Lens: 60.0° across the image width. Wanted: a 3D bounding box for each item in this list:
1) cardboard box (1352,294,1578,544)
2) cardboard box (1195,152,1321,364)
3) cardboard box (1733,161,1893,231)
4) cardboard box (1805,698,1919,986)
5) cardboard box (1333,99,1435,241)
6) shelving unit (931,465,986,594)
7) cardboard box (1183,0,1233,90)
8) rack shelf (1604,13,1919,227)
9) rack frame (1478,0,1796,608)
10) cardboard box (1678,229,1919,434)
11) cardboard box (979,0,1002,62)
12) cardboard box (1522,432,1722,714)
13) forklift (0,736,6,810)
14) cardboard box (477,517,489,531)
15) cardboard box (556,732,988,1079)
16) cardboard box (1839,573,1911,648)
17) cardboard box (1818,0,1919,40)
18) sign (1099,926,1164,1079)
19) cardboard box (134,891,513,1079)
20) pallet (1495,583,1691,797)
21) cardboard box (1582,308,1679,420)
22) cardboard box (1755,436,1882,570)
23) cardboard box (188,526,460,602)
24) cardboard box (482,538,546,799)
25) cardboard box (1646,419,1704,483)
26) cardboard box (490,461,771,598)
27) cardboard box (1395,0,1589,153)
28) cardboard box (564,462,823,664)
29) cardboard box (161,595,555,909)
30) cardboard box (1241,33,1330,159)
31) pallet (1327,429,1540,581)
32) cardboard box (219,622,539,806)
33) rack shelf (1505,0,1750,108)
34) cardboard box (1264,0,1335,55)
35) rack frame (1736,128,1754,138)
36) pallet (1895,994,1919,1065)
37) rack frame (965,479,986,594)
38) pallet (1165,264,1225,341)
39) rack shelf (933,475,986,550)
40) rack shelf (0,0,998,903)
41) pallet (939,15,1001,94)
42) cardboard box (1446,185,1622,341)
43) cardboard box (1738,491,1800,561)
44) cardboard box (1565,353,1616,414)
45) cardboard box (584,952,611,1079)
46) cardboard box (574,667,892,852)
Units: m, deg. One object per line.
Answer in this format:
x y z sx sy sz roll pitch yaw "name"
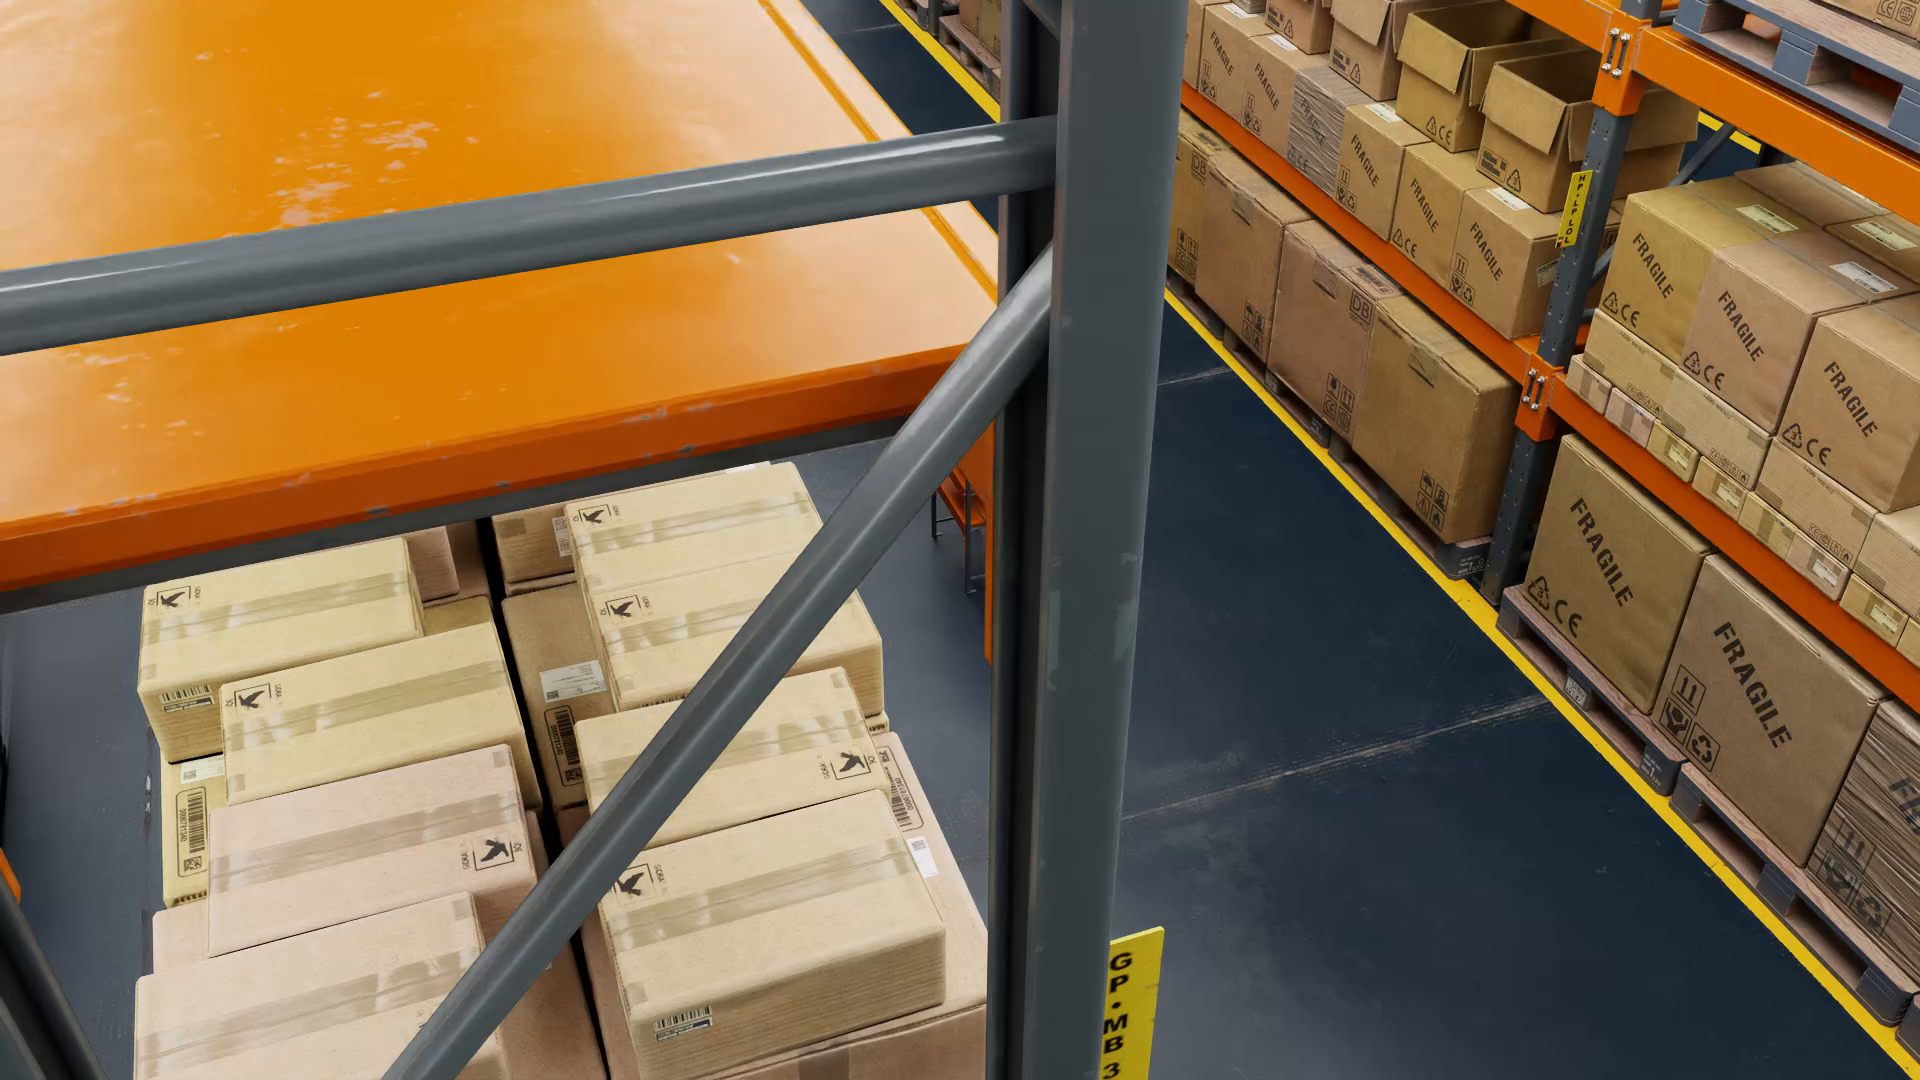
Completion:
2.738 -0.692 8.153 1.225 0.875 0.875 -12 39 -16 "cardboard box"
2.118 -1.695 9.485 1.225 0.875 0.875 -12 39 -16 "cardboard box"
3.386 -1.170 6.624 0.500 0.500 0.500 -11 38 -15 "cardboard box"
3.745 1.066 5.819 0.875 0.875 0.875 -12 39 -16 "cardboard box"
2.209 -1.838 8.174 0.500 0.500 0.500 -13 39 -16 "cardboard box"
0.057 -0.386 7.825 0.258 1.200 0.503 -12 39 -16 "shelving unit"
1.512 -2.984 9.696 0.500 0.500 0.500 -11 38 -15 "cardboard box"
3.665 -0.797 4.980 1.077 0.370 4.000 -12 39 -16 "rack shelf"
2.977 -1.016 7.166 1.000 3.000 0.127 -12 39 -16 "rack frame"
3.064 -0.771 6.095 0.500 0.500 0.500 -12 39 -16 "cardboard box"
0.561 -4.088 12.956 0.700 0.500 0.500 -13 39 -16 "cardboard box"
3.129 0.055 7.162 0.875 0.875 0.875 -12 39 -16 "cardboard box"
-4.430 0.071 5.780 1.130 2.935 3.031 -14 39 -18 "forklift"
-1.250 -0.198 3.296 0.500 0.250 0.500 -14 39 -18 "cardboard box"
-0.249 0.568 2.279 0.500 0.250 0.500 -12 39 -15 "cardboard box"
3.304 0.201 5.759 0.380 0.149 0.250 -14 39 -17 "cardboard box"
3.303 -2.032 5.506 0.700 0.500 0.500 -15 39 -19 "cardboard box"
0.171 0.554 1.862 0.100 0.325 0.005 -12 39 -16 "sign"
-0.729 0.590 1.919 0.380 0.149 0.250 -13 39 -16 "cardboard box"
3.165 0.544 7.413 1.003 0.211 1.213 -12 39 -16 "pallet"
2.893 -0.755 6.697 0.500 0.250 0.500 -13 39 -17 "cardboard box"
3.243 -0.181 5.936 0.500 0.250 0.500 -12 38 -15 "cardboard box"
-1.034 0.003 2.698 0.380 0.149 0.250 -13 39 -17 "cardboard box"
-0.620 0.182 3.207 0.500 0.250 0.500 -14 39 -17 "cardboard box"
2.948 -0.382 6.534 0.380 0.149 0.250 -11 38 -14 "cardboard box"
-0.589 -0.008 3.044 0.500 0.250 0.500 -12 39 -15 "cardboard box"
2.524 -2.205 7.828 0.797 0.503 0.637 -12 39 -15 "cardboard box"
-0.415 0.033 2.658 0.380 0.149 0.250 -12 39 -15 "cardboard box"
-0.913 0.380 2.529 0.500 0.250 0.500 -13 39 -17 "cardboard box"
1.871 -2.405 8.927 0.500 0.500 0.500 -13 39 -17 "cardboard box"
2.641 -0.322 8.563 1.003 0.211 1.213 -12 39 -16 "pallet"
-0.811 0.285 2.323 0.380 0.149 0.250 -14 39 -17 "cardboard box"
2.289 -3.056 7.980 1.077 0.370 4.000 -12 39 -16 "rack shelf"
2.058 -2.931 8.791 0.797 0.503 0.637 -12 39 -15 "cardboard box"
6.251 -4.301 11.527 1.000 3.000 0.127 -12 39 -16 "rack frame"
4.005 1.922 5.583 1.003 0.211 1.213 -12 39 -16 "pallet"
0.141 -0.248 7.642 0.240 1.200 0.015 -12 39 -16 "rack frame"
1.801 -1.700 10.393 1.003 0.211 1.213 -12 39 -16 "pallet"
0.057 -0.173 7.985 0.258 0.148 0.480 -12 39 -16 "rack shelf"
-1.027 -1.024 2.791 1.077 0.370 4.000 -12 39 -16 "rack shelf"
0.493 -3.982 13.421 1.003 0.211 1.213 -12 39 -16 "pallet"
2.559 -1.263 7.411 0.500 0.500 0.500 -12 39 -16 "cardboard box"
3.128 -0.090 6.145 0.380 0.149 0.250 -13 39 -17 "cardboard box"
2.766 -0.679 6.928 0.380 0.149 0.250 -12 39 -16 "cardboard box"
-0.253 0.769 2.428 0.500 0.250 0.500 -11 38 -14 "cardboard box"
-0.307 0.339 2.252 0.380 0.149 0.250 -11 38 -14 "cardboard box"
